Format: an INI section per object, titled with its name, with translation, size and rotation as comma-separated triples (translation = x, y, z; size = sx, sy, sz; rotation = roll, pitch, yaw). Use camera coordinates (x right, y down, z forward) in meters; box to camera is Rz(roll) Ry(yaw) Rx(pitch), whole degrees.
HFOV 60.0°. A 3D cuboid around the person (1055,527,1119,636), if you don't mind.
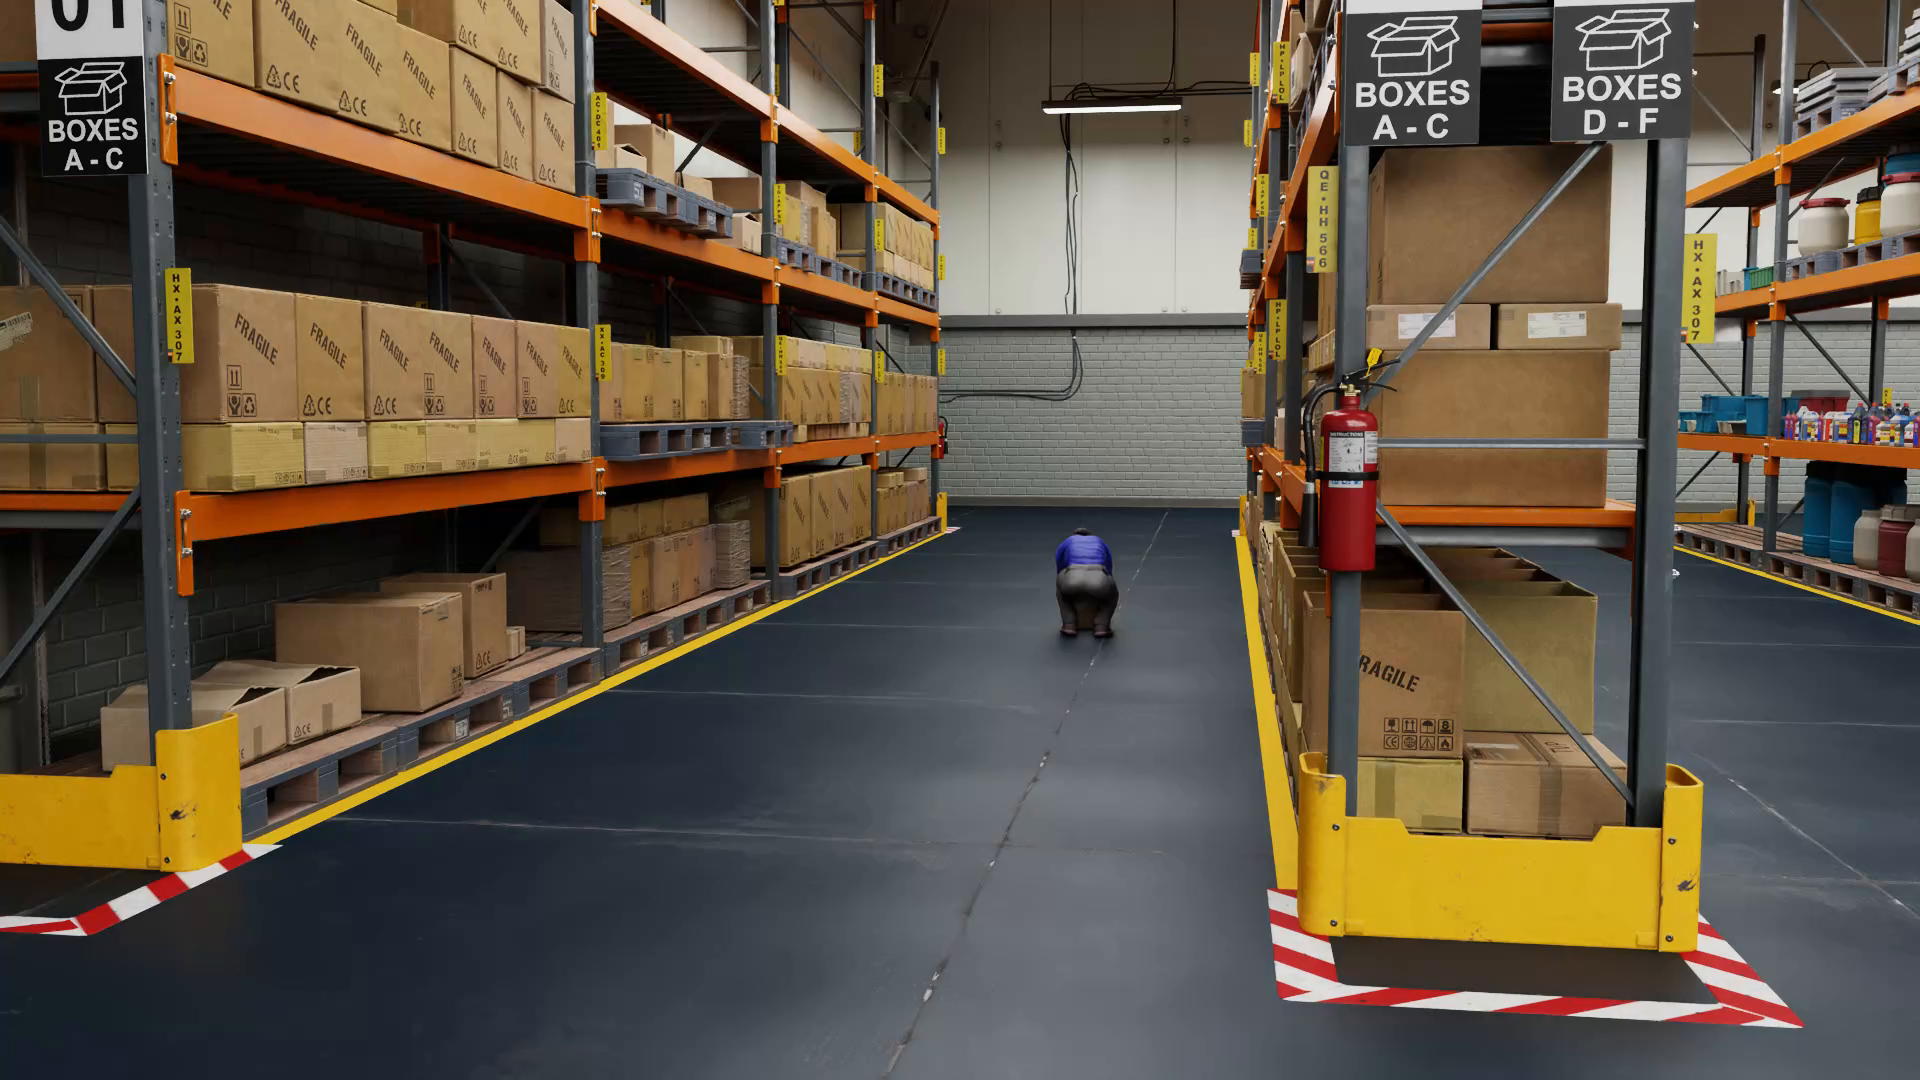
[person]
translation = 0.907, 0.331, 11.963
size = 0.463, 0.811, 0.832
rotation = 1, 5, 8
